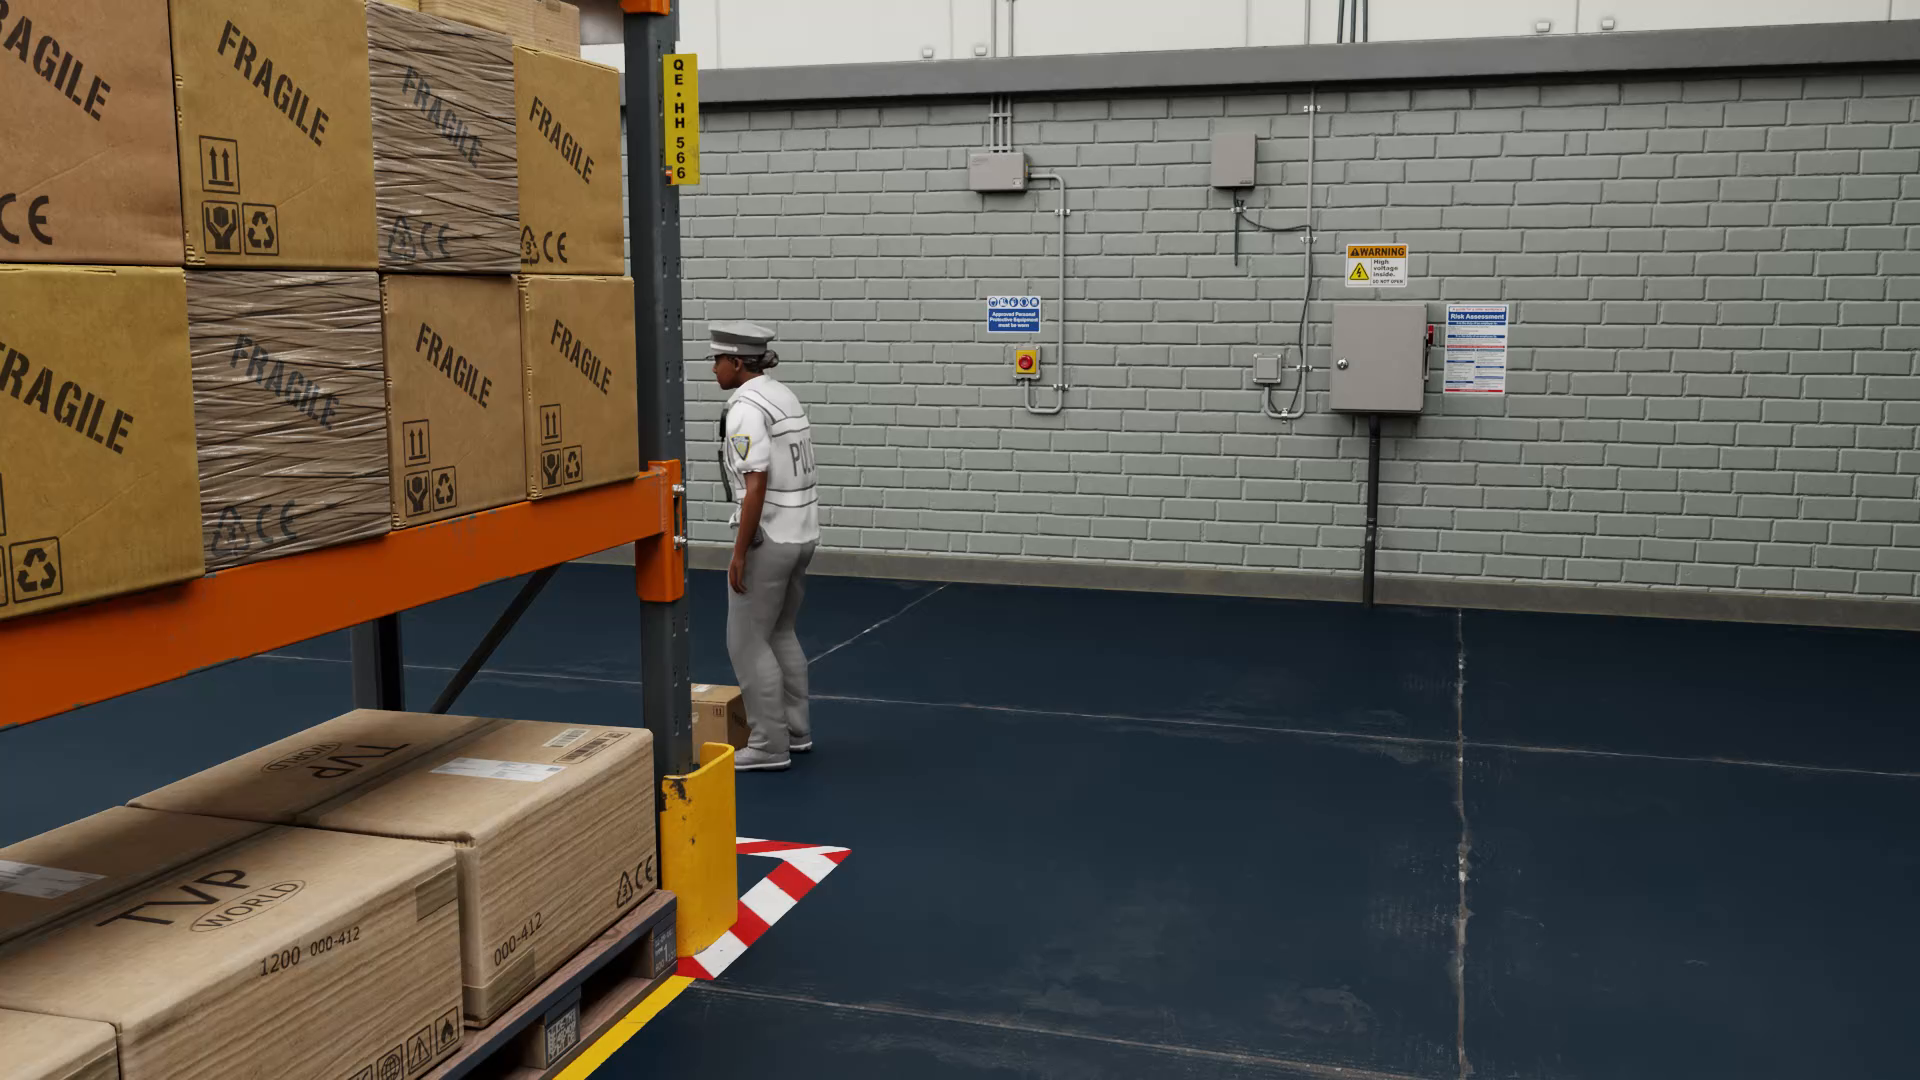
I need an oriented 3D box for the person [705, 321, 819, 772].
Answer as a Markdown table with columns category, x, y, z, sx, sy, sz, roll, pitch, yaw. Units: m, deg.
| category | x | y | z | sx | sy | sz | roll | pitch | yaw |
| --- | --- | --- | --- | --- | --- | --- | --- | --- | --- |
| person | -0.732 | 0.018 | 6.210 | 0.396 | 1.661 | 0.532 | 2 | 9 | 13 |
